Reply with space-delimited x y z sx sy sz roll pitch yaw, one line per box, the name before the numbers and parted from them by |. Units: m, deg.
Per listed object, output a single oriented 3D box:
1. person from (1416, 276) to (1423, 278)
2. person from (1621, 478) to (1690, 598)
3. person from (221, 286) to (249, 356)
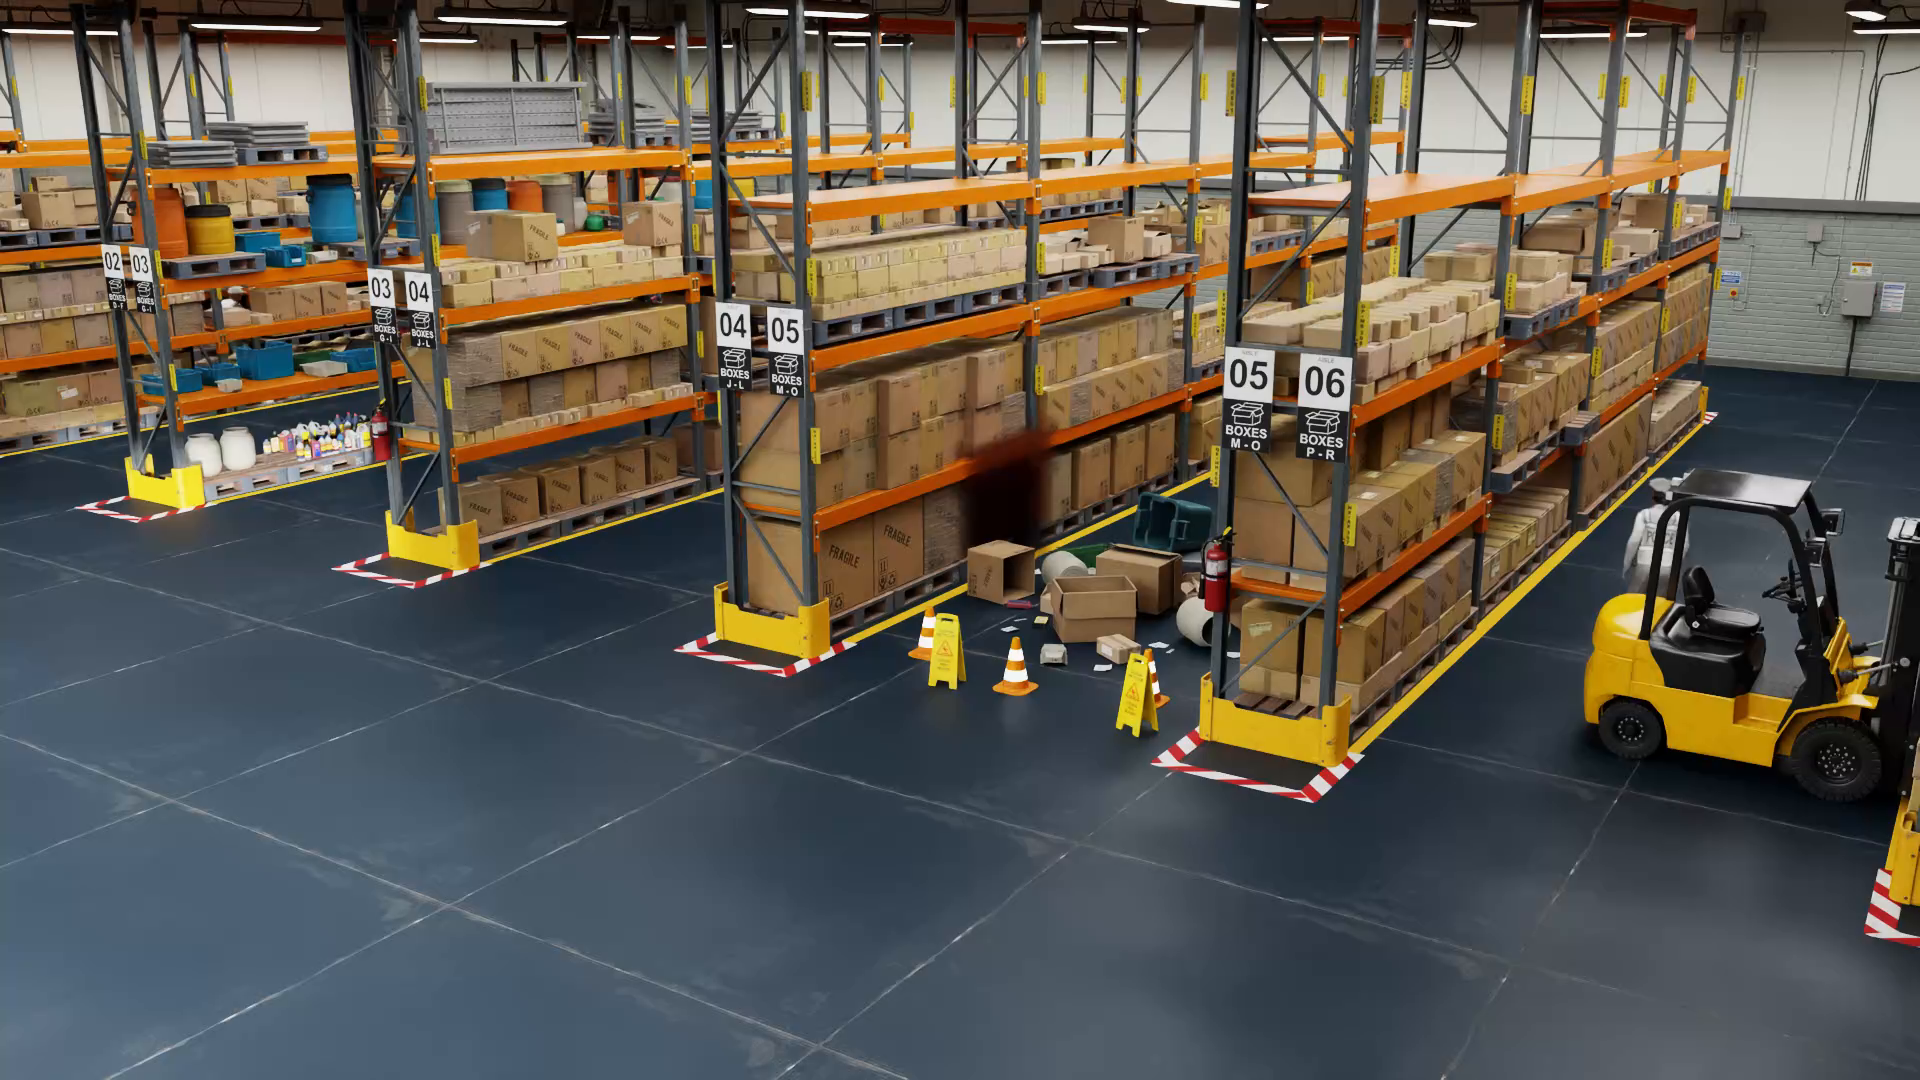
person | 8.483 -4.066 30.756 1.103 1.611 0.445 -7 17 -23
person | 6.358 0.284 15.191 0.558 1.632 0.619 3 16 12
person | -12.580 -3.507 28.598 0.629 1.736 0.700 11 19 34
